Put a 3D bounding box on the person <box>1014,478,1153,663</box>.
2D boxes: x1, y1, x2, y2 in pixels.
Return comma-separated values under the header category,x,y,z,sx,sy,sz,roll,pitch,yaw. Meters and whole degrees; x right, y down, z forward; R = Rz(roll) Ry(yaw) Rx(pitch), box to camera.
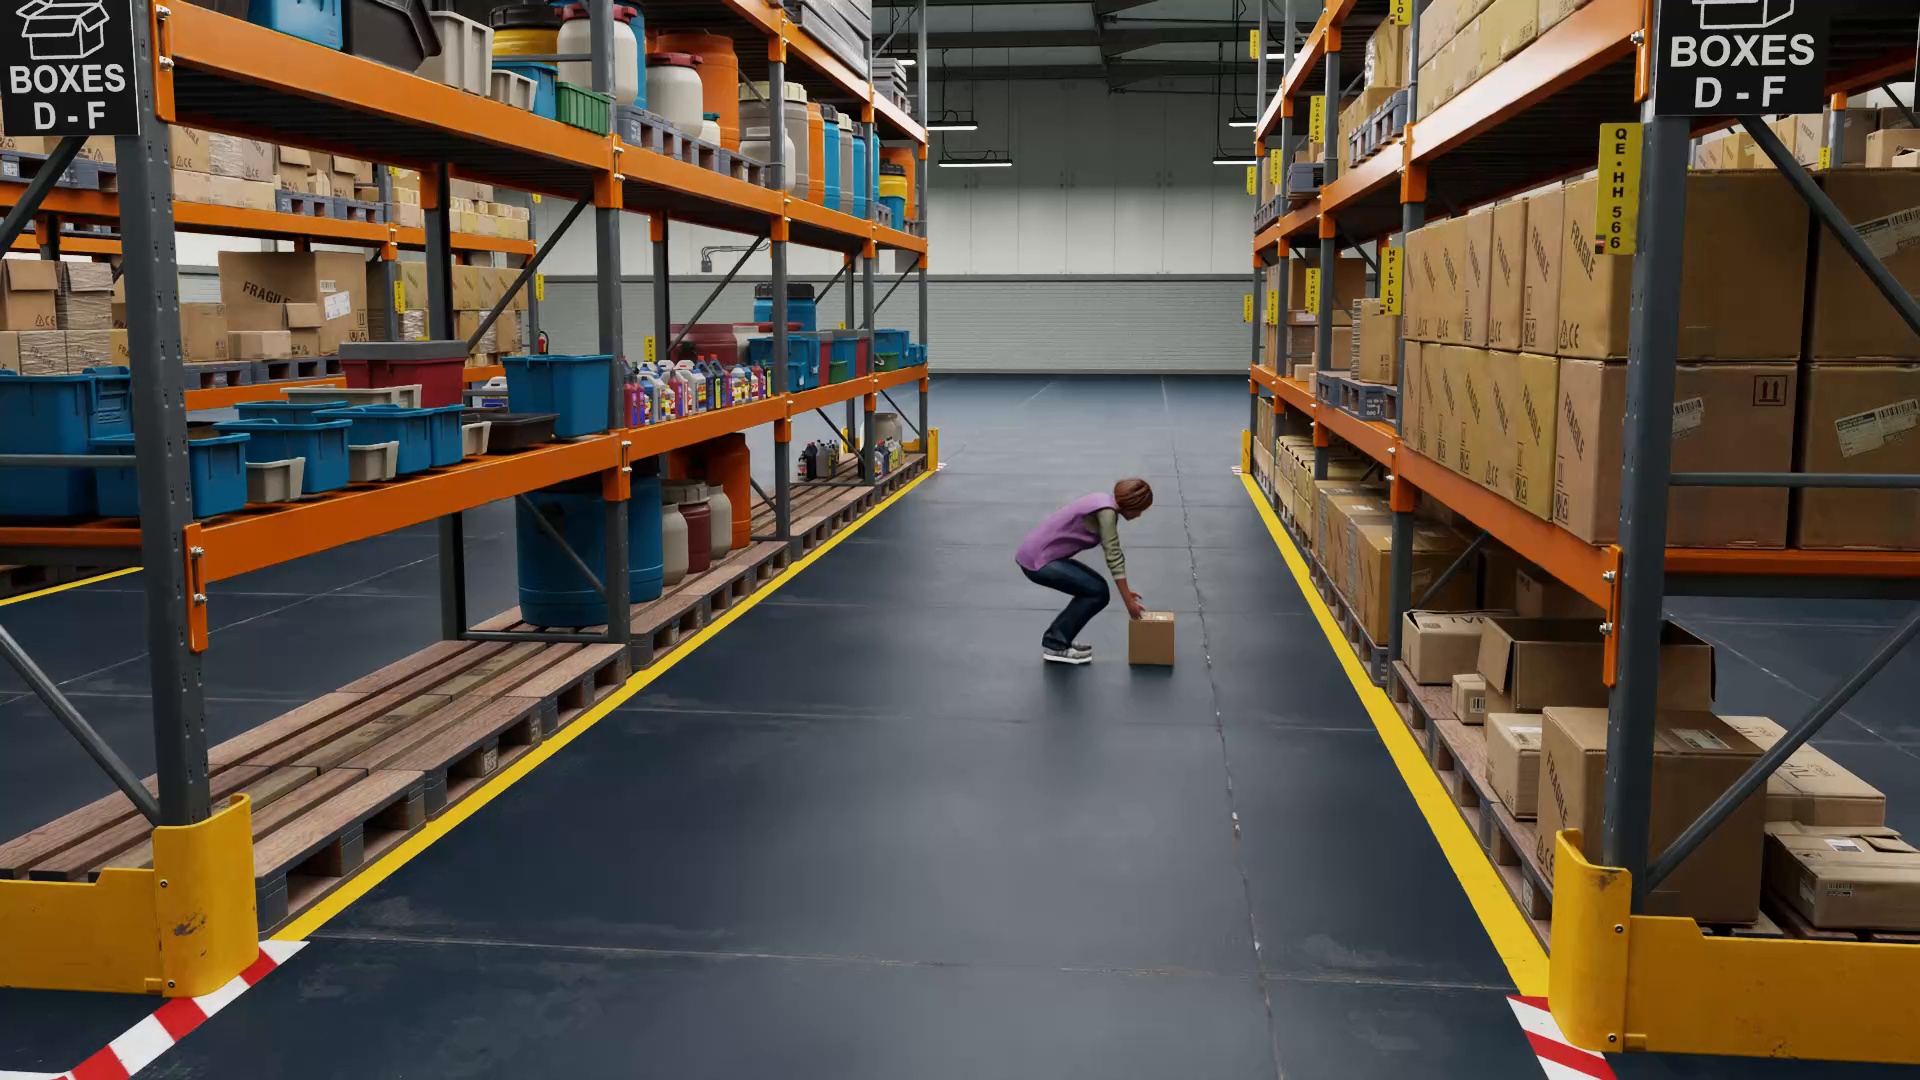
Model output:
category,x,y,z,sx,sy,sz,roll,pitch,yaw
person,0.688,0.165,9.308,0.768,1.010,0.457,1,8,6
